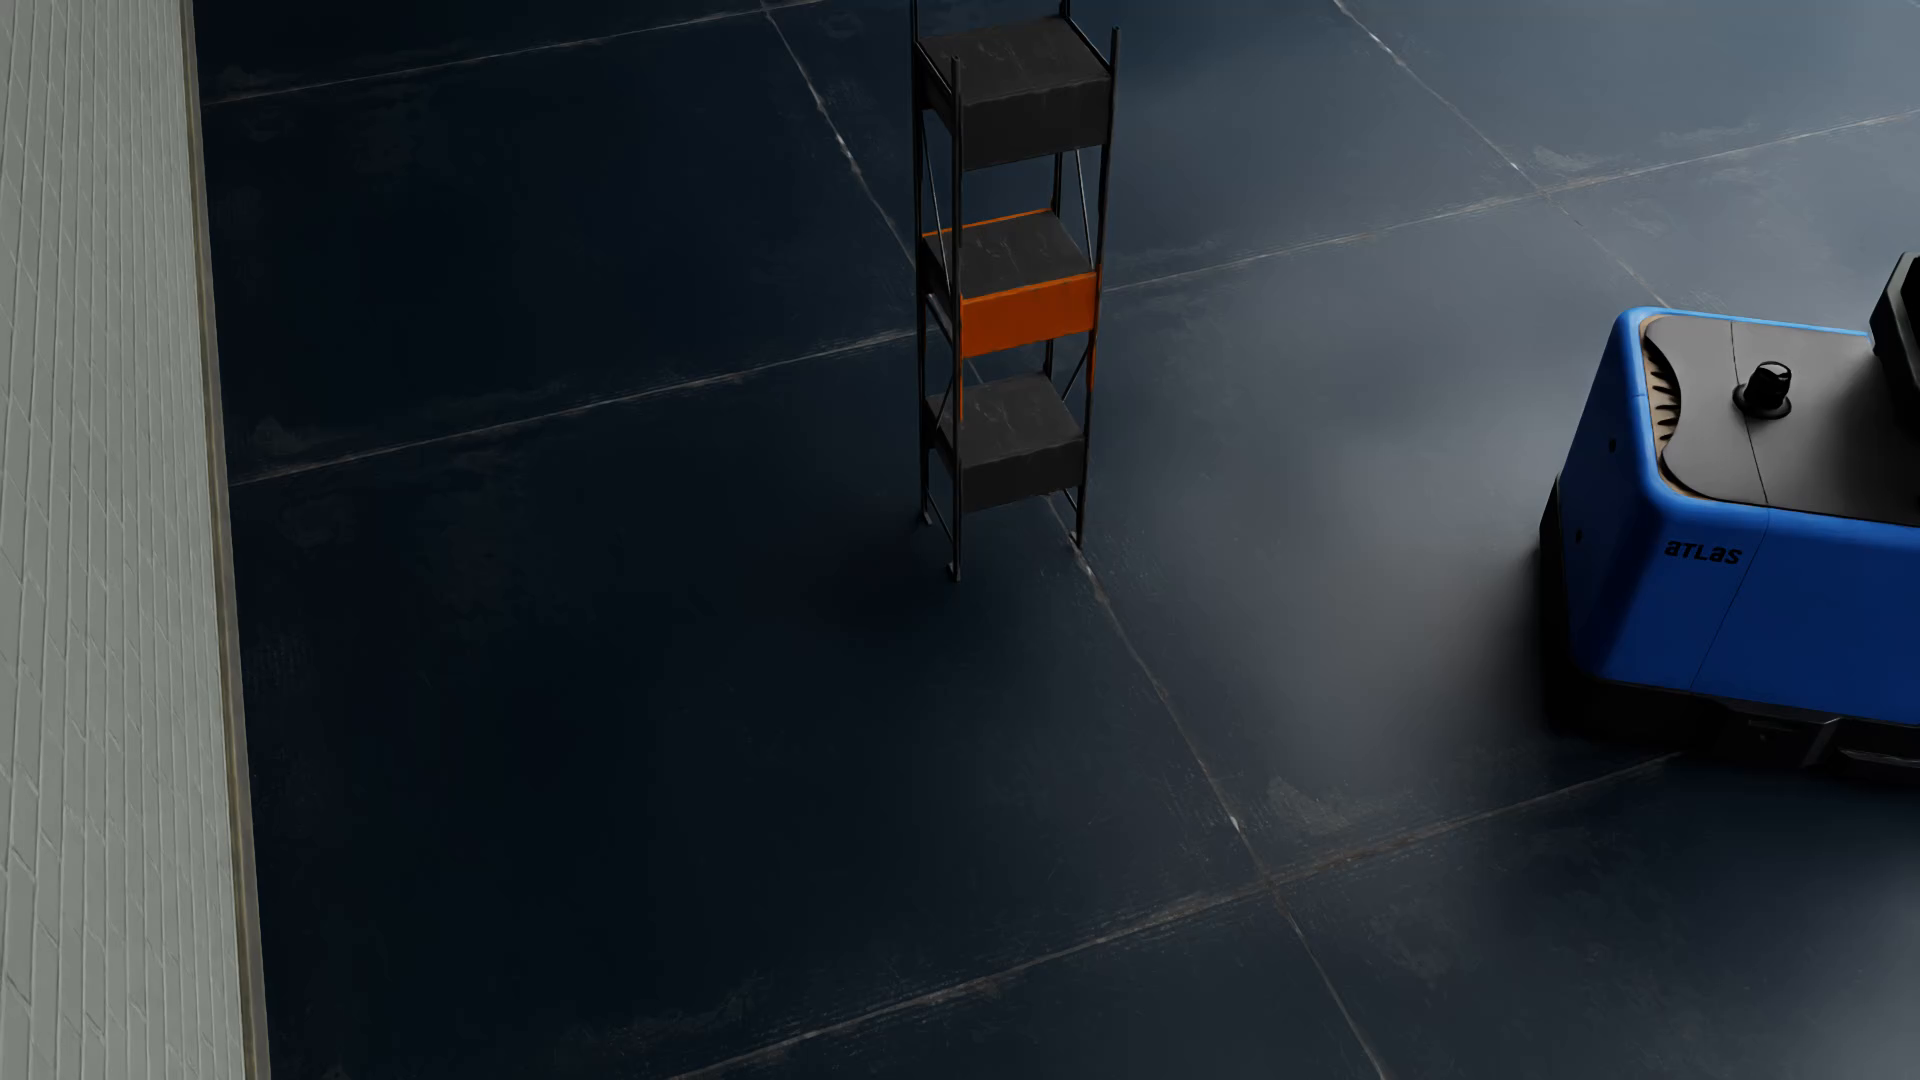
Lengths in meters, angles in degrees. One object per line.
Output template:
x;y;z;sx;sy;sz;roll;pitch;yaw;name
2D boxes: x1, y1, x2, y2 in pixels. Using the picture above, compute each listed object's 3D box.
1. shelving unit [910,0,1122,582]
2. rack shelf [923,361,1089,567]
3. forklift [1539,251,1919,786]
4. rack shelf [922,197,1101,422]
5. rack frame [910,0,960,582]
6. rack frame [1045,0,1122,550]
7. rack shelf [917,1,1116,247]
0.156;-0.781;5.546;0.503;2.100;0.431;-14;47;-14;shelving unit
0.156;-0.277;6.051;0.480;0.518;0.431;-14;47;-14;rack shelf
3.558;-0.522;4.701;3.031;2.935;1.130;8;46;8;forklift
0.156;-0.771;5.556;0.480;0.518;0.431;-14;47;-14;rack shelf
-0.074;-0.722;5.487;0.015;2.100;0.400;-14;47;-14;rack frame
0.385;-0.840;5.604;0.015;2.100;0.400;-14;47;-14;rack frame
0.156;-1.266;5.060;0.480;0.518;0.431;-14;47;-14;rack shelf
